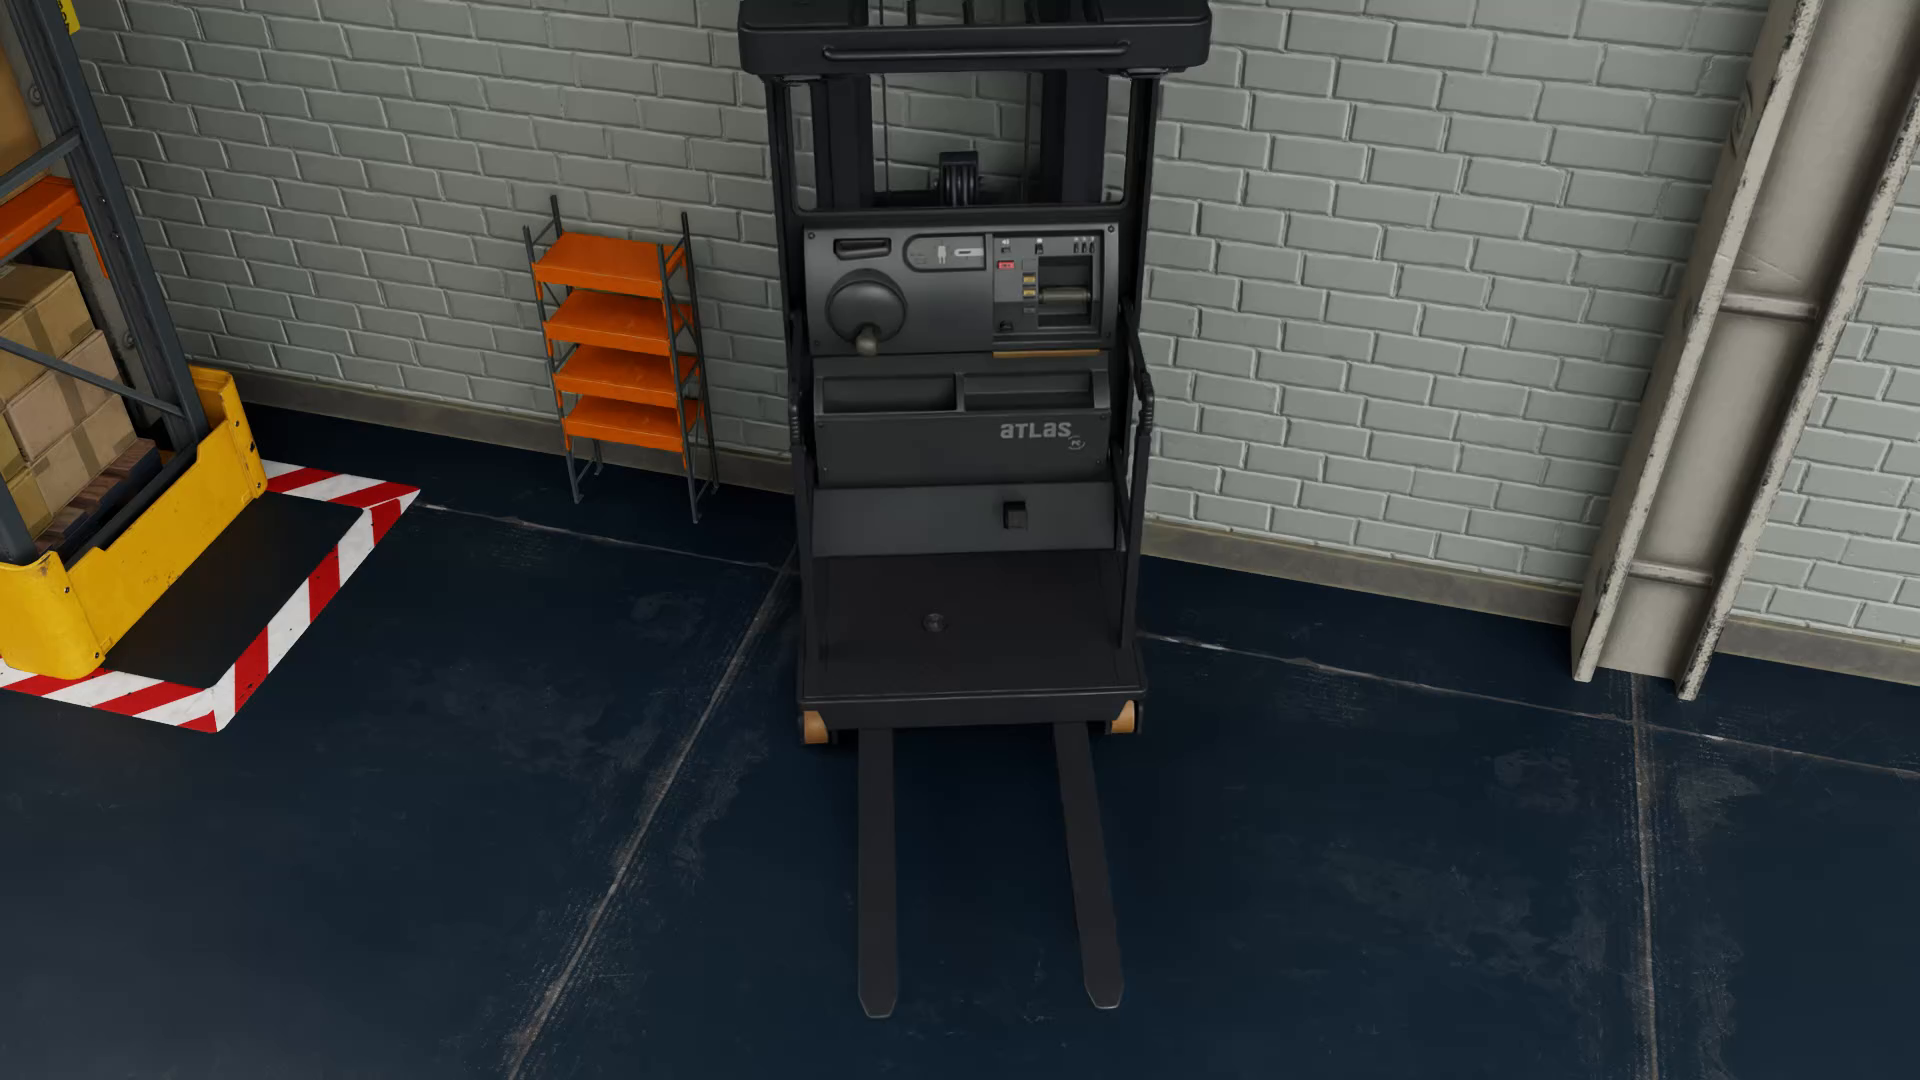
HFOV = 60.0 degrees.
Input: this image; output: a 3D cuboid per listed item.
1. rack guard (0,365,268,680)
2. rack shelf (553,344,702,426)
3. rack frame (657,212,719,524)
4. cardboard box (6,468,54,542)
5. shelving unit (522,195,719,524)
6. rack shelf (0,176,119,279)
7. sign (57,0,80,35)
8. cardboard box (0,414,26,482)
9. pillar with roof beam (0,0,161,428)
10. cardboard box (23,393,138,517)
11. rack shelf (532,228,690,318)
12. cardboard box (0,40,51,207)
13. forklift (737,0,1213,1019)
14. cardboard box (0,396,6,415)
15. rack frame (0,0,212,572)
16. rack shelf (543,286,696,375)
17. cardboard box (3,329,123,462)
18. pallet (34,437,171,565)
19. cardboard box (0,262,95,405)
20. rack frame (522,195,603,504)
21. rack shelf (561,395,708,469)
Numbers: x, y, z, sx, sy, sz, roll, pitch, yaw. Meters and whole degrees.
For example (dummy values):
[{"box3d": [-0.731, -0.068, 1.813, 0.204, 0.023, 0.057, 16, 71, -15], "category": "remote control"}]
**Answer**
[{"box3d": [-3.008, -0.095, 5.975, 0.348, 0.500, 1.175, 10, 41, 11], "category": "rack guard"}, {"box3d": [-1.214, -0.584, 6.117, 0.480, 0.148, 0.258, 9, 41, 11], "category": "rack shelf"}, {"box3d": [-0.977, -0.597, 6.028, 0.015, 1.200, 0.240, 9, 41, 11], "category": "rack frame"}, {"box3d": [-3.567, -0.046, 5.784, 0.500, 0.250, 0.500, 10, 41, 12], "category": "cardboard box"}, {"box3d": [-1.214, -0.636, 6.074, 0.503, 1.200, 0.258, 9, 41, 11], "category": "shelving unit"}, {"box3d": [-4.964, -1.113, 5.803, 4.000, 0.370, 1.077, 10, 41, 11], "category": "rack shelf"}, {"box3d": [-2.882, -1.762, 5.281, 0.005, 0.325, 0.100, 10, 41, 11], "category": "sign"}, {"box3d": [-3.583, -0.242, 5.629, 0.500, 0.250, 0.500, 9, 41, 11], "category": "cardboard box"}, {"box3d": [-4.584, -1.355, 0.866, 0.400, 9.000, 9.100, 10, 41, 11], "category": "pillar with roof beam"}, {"box3d": [-3.455, -0.367, 6.167, 0.500, 0.250, 0.500, 10, 41, 12], "category": "cardboard box"}, {"box3d": [-1.214, -0.936, 5.821, 0.480, 0.148, 0.258, 9, 41, 11], "category": "rack shelf"}, {"box3d": [-3.438, -1.350, 5.447, 0.500, 0.500, 0.500, 11, 41, 13], "category": "cardboard box"}, {"box3d": [0.018, -0.671, 4.770, 1.130, 2.935, 3.031, -2, 40, -2], "category": "forklift"}, {"box3d": [-3.557, -0.430, 5.464, 0.500, 0.250, 0.500, 11, 41, 13], "category": "cardboard box"}, {"box3d": [-3.032, -1.056, 5.175, 0.127, 3.000, 1.000, 10, 41, 11], "category": "rack frame"}, {"box3d": [-1.214, -0.755, 5.973, 0.480, 0.148, 0.258, 9, 41, 11], "category": "rack shelf"}, {"box3d": [-3.432, -0.563, 6.011, 0.500, 0.250, 0.500, 10, 41, 12], "category": "cardboard box"}, {"box3d": [-3.781, -0.090, 6.193, 1.213, 0.211, 1.003, 10, 41, 11], "category": "pallet"}, {"box3d": [-3.447, -0.745, 5.838, 0.500, 0.250, 0.500, 9, 41, 11], "category": "cardboard box"}, {"box3d": [-1.450, -0.674, 6.120, 0.015, 1.200, 0.240, 9, 41, 11], "category": "rack frame"}, {"box3d": [-1.214, -0.432, 6.245, 0.480, 0.148, 0.258, 9, 41, 11], "category": "rack shelf"}]
